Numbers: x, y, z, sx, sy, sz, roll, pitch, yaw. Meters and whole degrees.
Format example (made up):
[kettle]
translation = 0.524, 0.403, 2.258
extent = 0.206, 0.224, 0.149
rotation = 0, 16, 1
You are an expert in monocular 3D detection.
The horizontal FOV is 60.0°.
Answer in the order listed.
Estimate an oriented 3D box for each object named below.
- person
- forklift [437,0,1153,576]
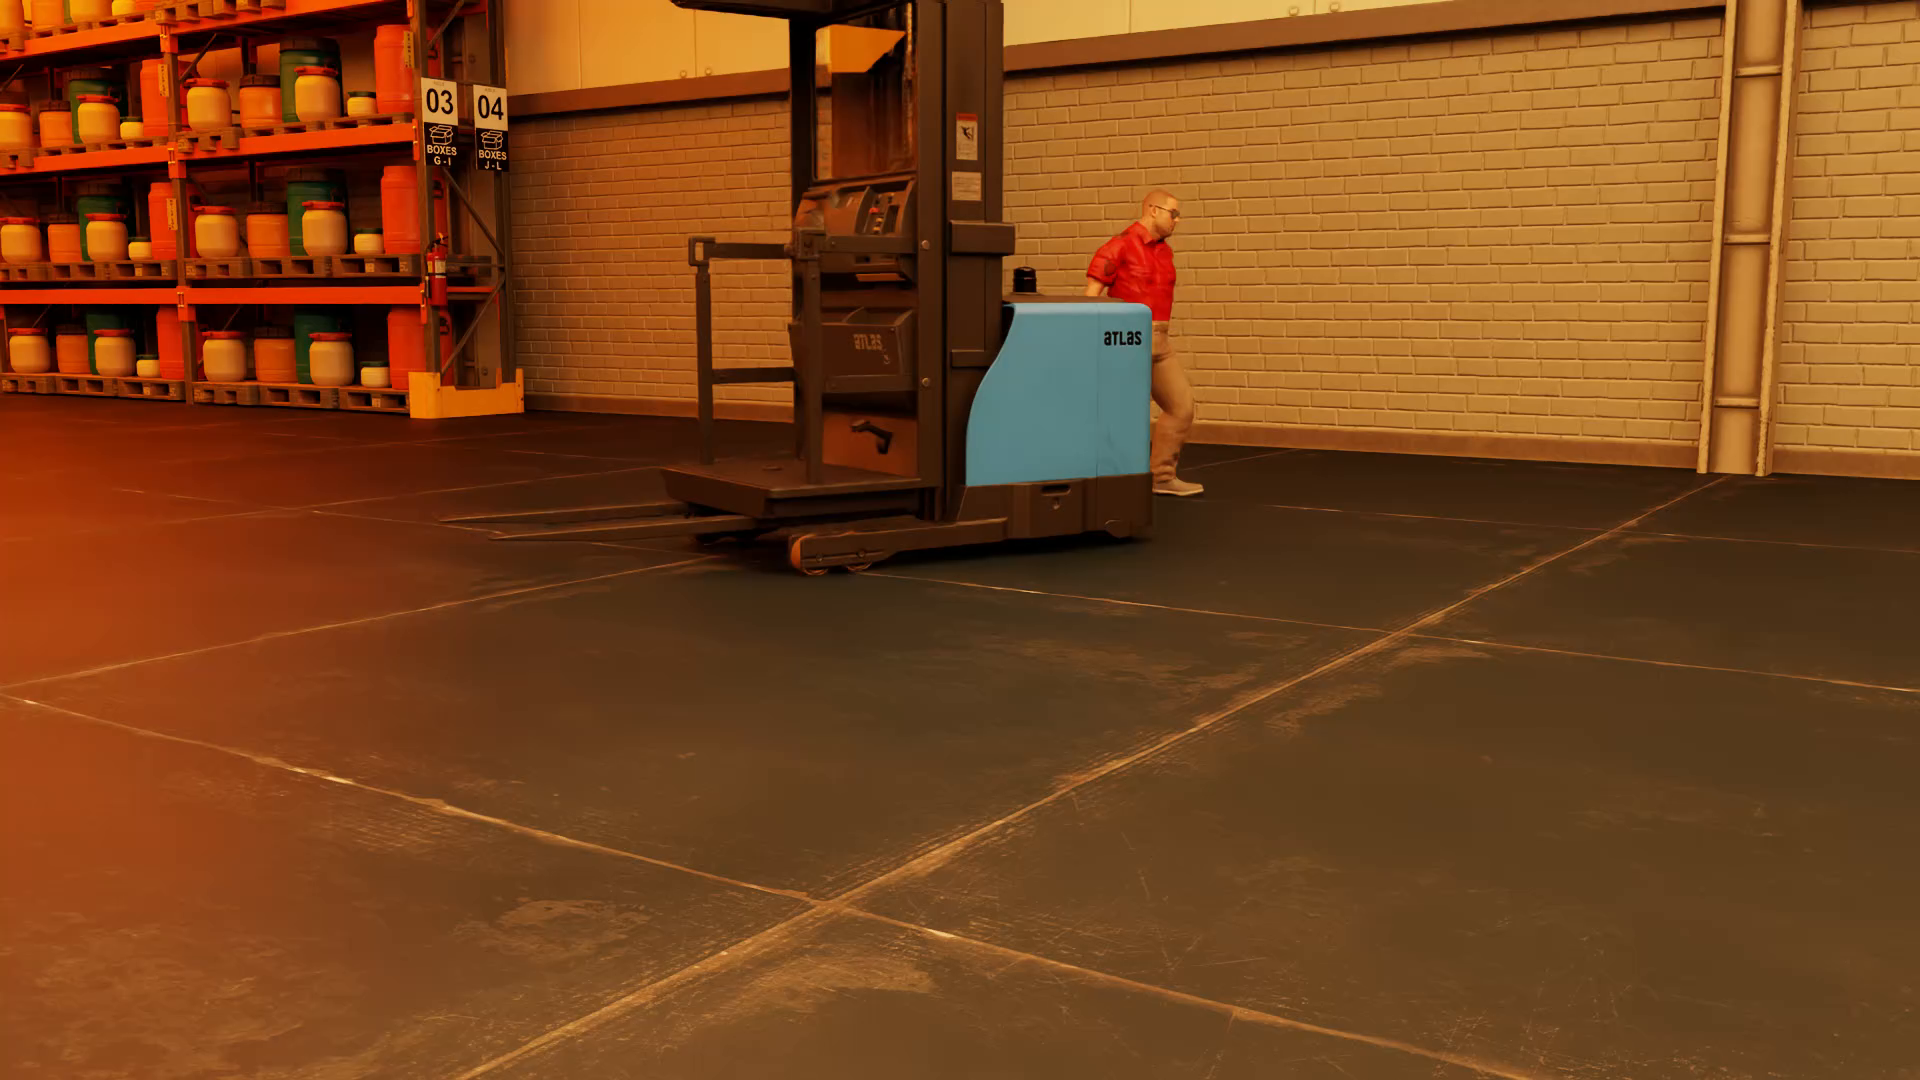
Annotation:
[person]
translation = 0.955, -1.047, 9.112
extent = 0.879, 1.704, 0.425
rotation = -7, 11, -41
[forklift]
translation = -0.632, -1.392, 6.979
extent = 3.031, 2.935, 1.130
rotation = -5, 10, -33
